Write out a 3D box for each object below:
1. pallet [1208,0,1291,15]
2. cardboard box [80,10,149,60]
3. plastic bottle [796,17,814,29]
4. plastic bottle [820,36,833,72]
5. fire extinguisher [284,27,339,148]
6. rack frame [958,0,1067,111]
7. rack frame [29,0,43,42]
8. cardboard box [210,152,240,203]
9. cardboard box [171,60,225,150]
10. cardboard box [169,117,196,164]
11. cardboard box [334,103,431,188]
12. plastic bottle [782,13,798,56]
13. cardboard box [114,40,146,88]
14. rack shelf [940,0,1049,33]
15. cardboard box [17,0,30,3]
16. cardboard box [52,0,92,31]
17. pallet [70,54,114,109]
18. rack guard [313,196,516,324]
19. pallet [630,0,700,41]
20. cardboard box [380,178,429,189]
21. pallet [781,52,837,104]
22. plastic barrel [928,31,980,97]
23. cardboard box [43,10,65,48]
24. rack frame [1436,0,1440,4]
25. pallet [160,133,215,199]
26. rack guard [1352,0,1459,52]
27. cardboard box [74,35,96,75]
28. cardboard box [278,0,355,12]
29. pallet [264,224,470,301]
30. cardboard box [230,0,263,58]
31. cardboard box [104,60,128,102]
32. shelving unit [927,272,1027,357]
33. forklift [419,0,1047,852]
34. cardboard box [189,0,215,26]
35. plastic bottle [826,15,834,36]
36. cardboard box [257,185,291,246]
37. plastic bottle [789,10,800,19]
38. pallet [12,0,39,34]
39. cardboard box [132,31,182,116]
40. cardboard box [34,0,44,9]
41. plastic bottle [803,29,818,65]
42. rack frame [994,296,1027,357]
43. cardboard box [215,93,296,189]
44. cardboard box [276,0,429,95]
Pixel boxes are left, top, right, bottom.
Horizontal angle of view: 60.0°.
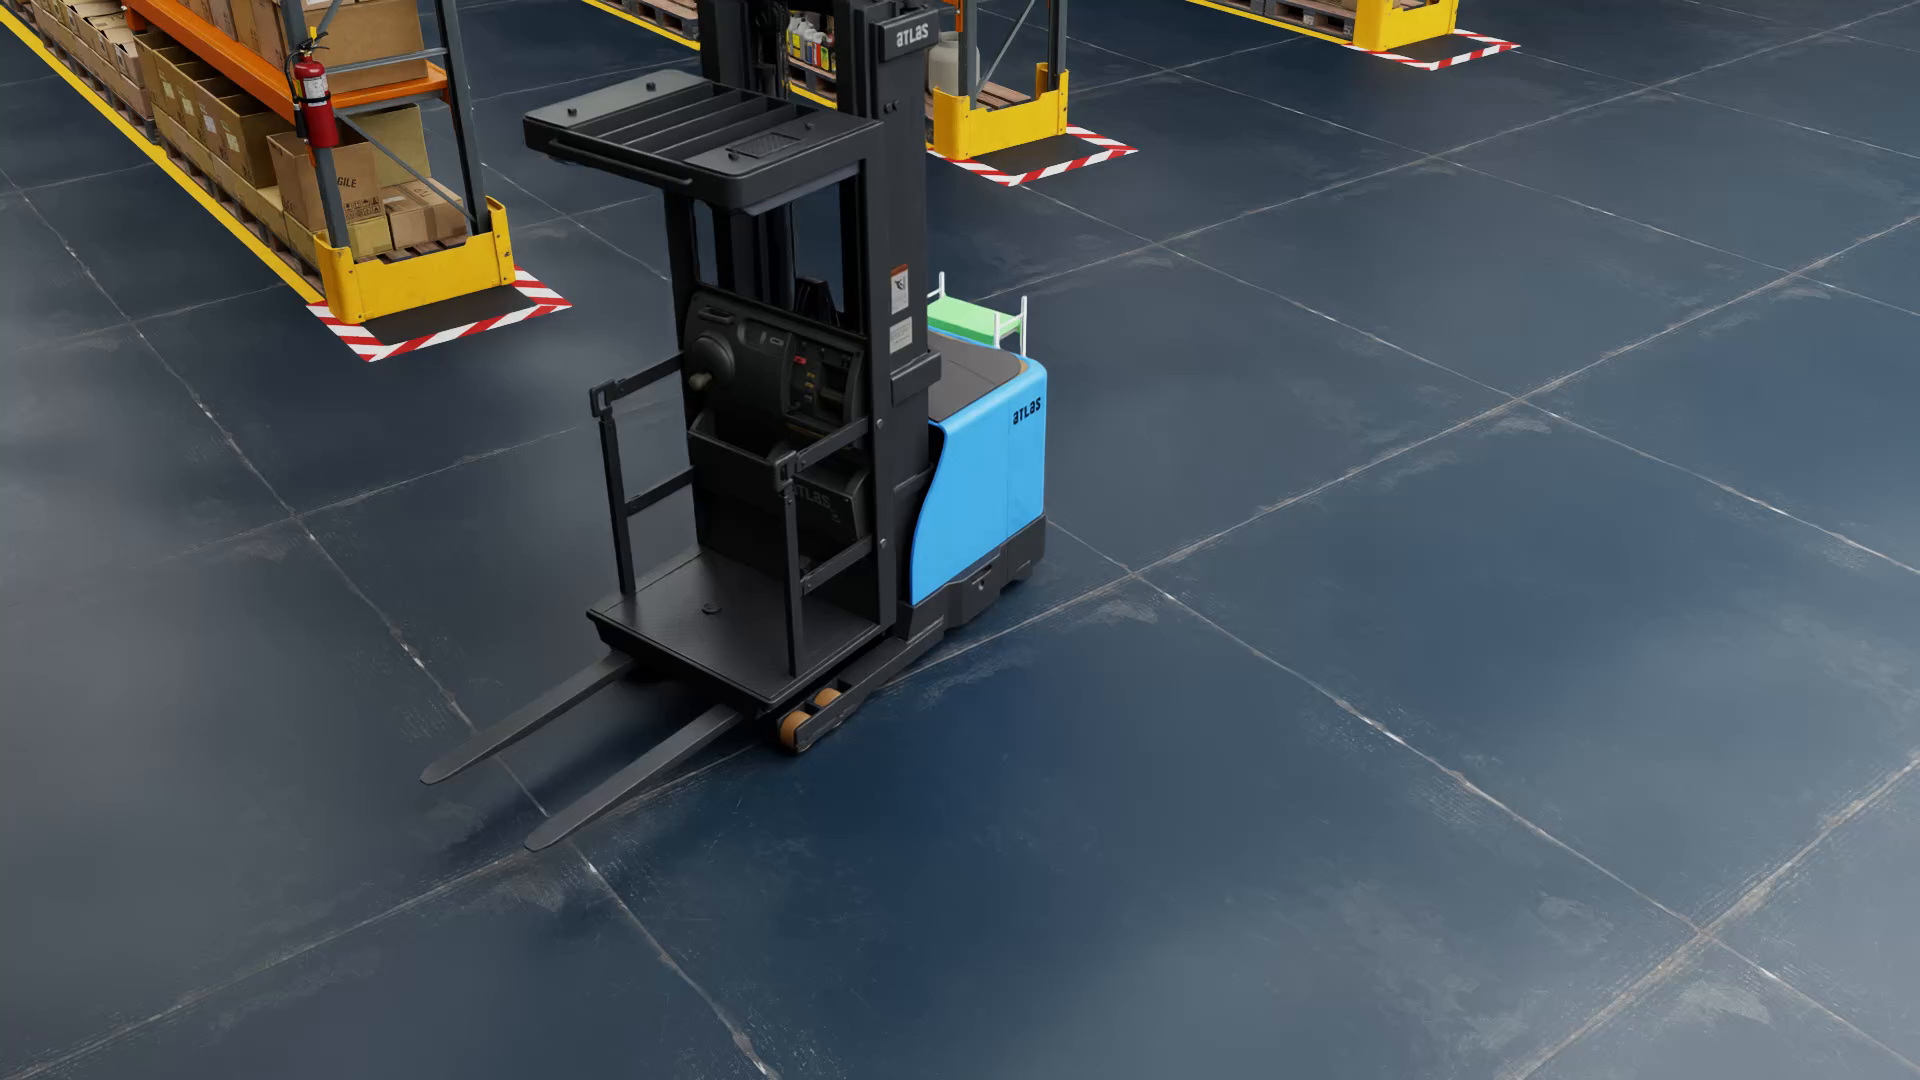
[{"bbox_3d":[3.067,-5.791,17.373,1.003,0.211,1.213,-22,38,-31],"label":"pallet"},{"bbox_3d":[-7.055,-4.297,14.002,0.500,0.311,0.500,-22,38,-32],"label":"cardboard box"},{"bbox_3d":[-1.392,-4.512,14.836,0.152,0.276,0.135,-22,38,-31],"label":"plastic bottle"},{"bbox_3d":[-1.143,-4.182,14.298,0.061,0.283,0.133,-21,38,-30],"label":"plastic bottle"},{"bbox_3d":[-3.794,-2.649,9.746,0.296,0.674,0.183,-22,38,-31],"label":"fire extinguisher"},{"bbox_3d":[0.416,-4.483,12.625,1.000,3.000,0.127,-22,38,-31],"label":"rack frame"},{"bbox_3d":[-8.405,-6.216,15.415,1.000,3.000,0.127,-22,38,-31],"label":"rack frame"},{"bbox_3d":[-4.991,-2.641,11.868,0.500,0.250,0.500,-22,38,-31],"label":"cardboard box"},{"bbox_3d":[-5.302,-3.167,12.003,0.500,0.500,0.500,-22,38,-31],"label":"cardboard box"},{"bbox_3d":[-5.605,-3.058,12.539,0.500,0.250,0.500,-22,38,-31],"label":"cardboard box"},{"bbox_3d":[-3.961,-2.714,11.274,0.500,0.500,0.500,-22,38,-31],"label":"cardboard box"},{"bbox_3d":[-1.494,-4.485,14.722,0.144,0.351,0.185,-23,38,-32],"label":"plastic bottle"},{"bbox_3d":[-6.427,-3.874,13.320,0.500,0.311,0.500,-22,38,-31],"label":"cardboard box"},{"bbox_3d":[-0.811,-5.011,14.157,1.077,0.370,4.000,-22,38,-31],"label":"rack shelf"},{"bbox_3d":[-9.164,-5.655,16.464,0.500,0.500,0.500,-21,37,-30],"label":"cardboard box"},{"bbox_3d":[-7.676,-4.722,14.686,0.500,0.311,0.500,-23,39,-33],"label":"cardboard box"},{"bbox_3d":[-7.187,-4.168,14.760,1.003,0.211,1.213,-22,38,-31],"label":"pallet"},{"bbox_3d":[-3.485,-1.810,10.690,1.175,0.500,0.348,-22,38,-31],"label":"rack guard"},{"bbox_3d":[-2.550,-5.280,16.551,1.003,0.211,1.213,-22,38,-31],"label":"pallet"},{"bbox_3d":[-3.962,-2.395,11.471,0.500,0.250,0.500,-22,38,-31],"label":"cardboard box"},{"bbox_3d":[-0.906,-4.163,14.753,1.003,0.211,1.213,-22,38,-31],"label":"pallet"},{"bbox_3d":[-0.048,-3.854,13.572,0.421,0.512,0.421,0,32,0],"label":"plastic barrel"},{"bbox_3d":[-8.007,-4.704,15.189,0.500,0.250,0.500,-23,39,-33],"label":"cardboard box"},{"bbox_3d":[4.328,-6.085,15.205,1.000,3.000,0.127,-22,38,-31],"label":"rack frame"},{"bbox_3d":[-5.498,-3.019,12.911,1.003,0.211,1.213,-22,38,-31],"label":"pallet"},{"bbox_3d":[4.281,-5.055,15.915,1.175,0.500,0.348,-22,38,-31],"label":"rack guard"},{"bbox_3d":[-7.369,-4.275,14.499,0.500,0.250,0.500,-21,38,-30],"label":"cardboard box"},{"bbox_3d":[-3.884,-3.298,10.007,0.380,0.149,0.250,-23,39,-32],"label":"cardboard box"},{"bbox_3d":[-4.002,-2.003,11.274,1.003,0.211,1.213,-22,38,-31],"label":"pallet"},{"bbox_3d":[-4.401,-3.549,11.027,0.700,0.500,0.500,-22,38,-31],"label":"cardboard box"},{"bbox_3d":[-6.744,-3.850,13.813,0.500,0.250,0.500,-23,39,-32],"label":"cardboard box"},{"bbox_3d":[0.041,-0.662,8.178,0.503,1.200,0.258,22,38,31],"label":"shelving unit"},{"bbox_3d":[-0.886,-0.669,6.549,1.130,2.935,3.031,22,38,31],"label":"forklift"},{"bbox_3d":[-5.042,-3.980,11.721,0.700,0.500,0.500,-22,38,-31],"label":"cardboard box"},{"bbox_3d":[-1.164,-4.749,15.211,0.061,0.283,0.133,-22,38,-31],"label":"plastic bottle"},{"bbox_3d":[-4.378,-2.225,11.197,0.500,0.250,0.500,-22,38,-31],"label":"cardboard box"},{"bbox_3d":[-1.529,-4.990,15.535,0.144,0.351,0.185,-22,38,-31],"label":"plastic bottle"},{"bbox_3d":[-8.833,-5.355,16.672,1.003,0.211,1.213,-22,38,-31],"label":"pallet"},{"bbox_3d":[-5.915,-3.583,12.674,0.500,0.500,0.500,-22,38,-31],"label":"cardboard box"},{"bbox_3d":[-8.316,-5.151,15.378,0.500,0.311,0.500,-21,37,-30],"label":"cardboard box"},{"bbox_3d":[-1.275,-4.308,14.508,0.152,0.276,0.135,-23,39,-33],"label":"plastic bottle"},{"bbox_3d":[0.236,-0.584,8.054,0.015,1.200,0.240,22,38,31],"label":"rack frame"},{"bbox_3d":[-4.688,-2.750,11.332,0.500,0.500,0.500,-22,38,-31],"label":"cardboard box"},{"bbox_3d":[-3.776,-3.123,10.341,0.700,0.500,0.500,-22,38,-31],"label":"cardboard box"}]
